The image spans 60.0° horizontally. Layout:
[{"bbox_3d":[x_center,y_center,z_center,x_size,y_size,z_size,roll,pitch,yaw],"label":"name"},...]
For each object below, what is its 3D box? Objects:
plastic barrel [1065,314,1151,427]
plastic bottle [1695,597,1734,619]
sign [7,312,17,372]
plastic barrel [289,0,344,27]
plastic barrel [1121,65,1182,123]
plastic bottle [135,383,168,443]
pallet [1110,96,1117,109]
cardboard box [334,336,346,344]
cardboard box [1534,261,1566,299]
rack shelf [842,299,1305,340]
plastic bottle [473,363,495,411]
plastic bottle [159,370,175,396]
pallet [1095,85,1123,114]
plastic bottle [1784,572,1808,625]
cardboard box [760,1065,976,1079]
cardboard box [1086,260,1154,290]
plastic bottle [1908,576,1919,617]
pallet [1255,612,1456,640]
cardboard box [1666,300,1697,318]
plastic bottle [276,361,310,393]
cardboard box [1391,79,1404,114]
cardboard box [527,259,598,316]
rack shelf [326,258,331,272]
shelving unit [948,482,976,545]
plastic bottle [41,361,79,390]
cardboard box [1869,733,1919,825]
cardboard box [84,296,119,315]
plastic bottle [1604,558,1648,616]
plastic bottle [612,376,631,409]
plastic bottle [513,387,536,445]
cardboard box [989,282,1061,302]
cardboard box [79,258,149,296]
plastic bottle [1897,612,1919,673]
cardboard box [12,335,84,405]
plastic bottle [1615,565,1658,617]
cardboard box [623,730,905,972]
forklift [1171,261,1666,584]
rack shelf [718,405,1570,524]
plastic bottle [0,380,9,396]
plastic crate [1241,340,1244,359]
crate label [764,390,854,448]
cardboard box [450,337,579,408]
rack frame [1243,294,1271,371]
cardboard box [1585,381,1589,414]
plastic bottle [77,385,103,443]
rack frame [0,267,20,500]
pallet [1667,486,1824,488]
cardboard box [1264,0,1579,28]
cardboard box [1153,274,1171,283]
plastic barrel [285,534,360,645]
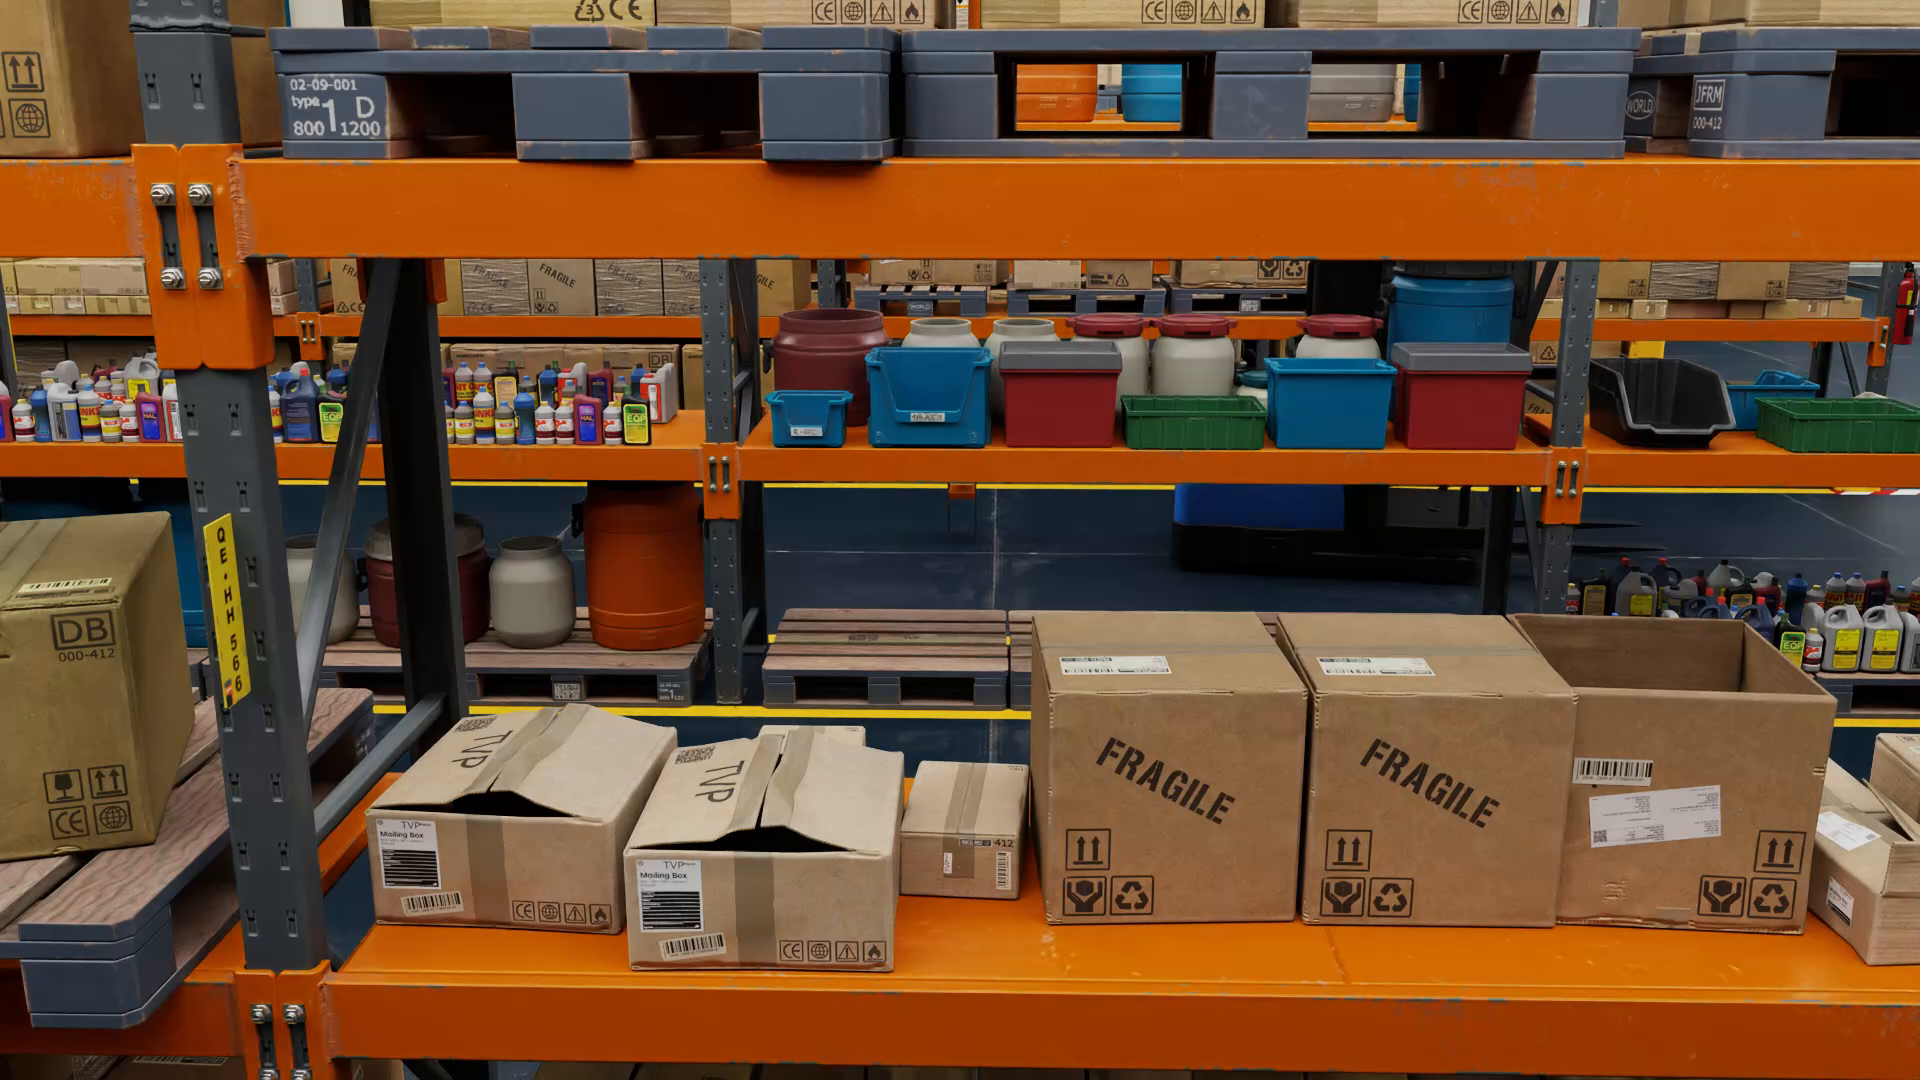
[{"bbox_3d":[0.750,-0.867,8.478,0.433,0.535,0.433,0,15,0],"label":"plastic barrel"},{"bbox_3d":[3.663,0.448,8.092,0.185,0.351,0.144,1,15,3],"label":"plastic bottle"},{"bbox_3d":[-5.114,-1.057,8.925,0.005,0.325,0.100,0,15,1],"label":"sign"},{"bbox_3d":[-2.908,-2.449,7.774,0.433,0.535,0.433,0,15,0],"label":"plastic barrel"},{"bbox_3d":[1.045,-2.380,7.620,0.708,0.901,0.600,0,15,1],"label":"plastic barrel"},{"bbox_3d":[-3.887,-0.610,8.000,0.133,0.283,0.061,0,15,1],"label":"plastic bottle"},{"bbox_3d":[1.595,-5.918,22.380,1.003,0.211,1.213,0,15,1],"label":"pallet"},{"bbox_3d":[-6.675,-2.239,18.127,0.250,0.149,0.380,1,15,4],"label":"cardboard box"},{"bbox_3d":[4.443,-2.178,12.936,0.500,0.500,0.875,0,15,1],"label":"cardboard box"},{"bbox_3d":[0.994,-1.659,13.160,4.000,0.370,1.077,0,15,1],"label":"rack shelf"},{"bbox_3d":[-2.498,-0.793,8.719,0.097,0.271,0.097,0,15,0],"label":"plastic bottle"},{"bbox_3d":[-4.022,-0.799,8.585,0.185,0.351,0.144,0,15,1],"label":"plastic bottle"},{"bbox_3d":[1.342,-3.391,12.801,1.003,0.211,1.213,0,15,1],"label":"pallet"},{"bbox_3d":[4.416,0.306,8.786,0.097,0.271,0.097,0,15,0],"label":"plastic bottle"},{"bbox_3d":[-0.212,1.304,3.986,0.500,0.311,0.500,0,15,1],"label":"cardboard box"},{"bbox_3d":[1.258,-2.235,12.905,0.637,0.503,0.797,2,15,7],"label":"cardboard box"},{"bbox_3d":[5.061,0.310,8.770,0.097,0.271,0.097,0,15,0],"label":"plastic bottle"},{"bbox_3d":[2.081,0.622,8.569,1.213,0.211,1.003,0,15,1],"label":"pallet"},{"bbox_3d":[5.452,-1.800,12.774,0.250,0.149,0.380,0,15,1],"label":"cardboard box"},{"bbox_3d":[-3.492,-0.795,8.717,0.135,0.276,0.152,0,15,1],"label":"plastic bottle"},{"bbox_3d":[3.437,-3.304,12.396,0.500,0.250,0.500,0,15,-1],"label":"cardboard box"},{"bbox_3d":[-3.031,-2.019,12.918,0.500,0.500,0.500,1,15,2],"label":"cardboard box"},{"bbox_3d":[-6.776,-2.976,18.149,4.000,0.370,1.077,0,15,1],"label":"rack shelf"},{"bbox_3d":[0.014,-0.580,11.187,0.189,1.200,0.258,0,15,1],"label":"shelving unit"},{"bbox_3d":[-4.728,-0.803,8.747,0.135,0.276,0.152,0,15,1],"label":"plastic bottle"},{"bbox_3d":[2.243,0.613,3.432,0.500,0.250,0.500,1,15,5],"label":"cardboard box"},{"bbox_3d":[-6.602,-1.852,12.970,0.250,0.149,0.380,0,15,1],"label":"cardboard box"},{"bbox_3d":[3.518,0.268,8.776,0.185,0.351,0.144,0,15,0],"label":"plastic bottle"},{"bbox_3d":[-1.769,-0.755,8.710,0.097,0.201,0.097,0,15,0],"label":"plastic bottle"},{"bbox_3d":[-2.087,-0.597,7.975,0.097,0.271,0.097,0,15,0],"label":"plastic bottle"},{"bbox_3d":[0.703,-2.368,18.022,0.750,0.750,1.050,1,15,2],"label":"cardboard box"},{"bbox_3d":[-6.480,-2.060,12.977,0.500,0.250,0.500,1,15,3],"label":"cardboard box"},{"bbox_3d":[4.629,0.490,8.081,0.135,0.276,0.152,0,15,0],"label":"plastic bottle"},{"bbox_3d":[-7.451,-1.258,13.571,0.875,0.875,0.875,0,15,1],"label":"cardboard box"},{"bbox_3d":[3.514,0.304,8.636,0.185,0.351,0.144,0,15,1],"label":"plastic bottle"},{"bbox_3d":[-0.373,0.604,3.344,0.500,0.311,0.500,0,15,1],"label":"cardboard box"},{"bbox_3d":[2.914,-1.290,10.484,3.031,2.935,1.130,2,15,8],"label":"forklift"},{"bbox_3d":[0.868,-0.396,8.372,4.000,0.370,1.077,0,15,1],"label":"rack shelf"},{"bbox_3d":[-4.746,-0.674,8.112,0.185,0.351,0.144,0,15,1],"label":"plastic bottle"},{"bbox_3d":[3.428,-2.260,19.424,0.662,0.188,0.450,9,27,30],"label":"plastic crate"},{"bbox_3d":[-0.720,-0.578,7.979,0.416,0.233,0.303,0,15,1],"label":"crate label"},{"bbox_3d":[-3.470,-1.217,13.416,0.875,0.875,1.225,0,15,-1],"label":"cardboard box"},{"bbox_3d":[3.221,-3.258,17.810,0.127,3.000,1.000,0,15,1],"label":"rack frame"},{"bbox_3d":[5.145,-0.975,13.232,0.500,0.500,0.500,2,15,7],"label":"cardboard box"},{"bbox_3d":[-4.196,-0.611,8.027,0.097,0.271,0.097,0,15,0],"label":"plastic bottle"},{"bbox_3d":[-5.130,-0.783,8.429,0.127,3.000,1.000,0,15,1],"label":"rack frame"},{"bbox_3d":[6.105,-0.635,13.332,1.213,0.211,1.003,0,15,1],"label":"pallet"},{"bbox_3d":[0.827,-1.077,3.133,0.500,0.250,0.500,-1,15,-3],"label":"cardboard box"},{"bbox_3d":[2.722,-3.457,22.890,0.625,0.372,0.950,1,15,2],"label":"cardboard box"},{"bbox_3d":[-3.317,0.256,8.545,0.421,0.512,0.421,0,15,0],"label":"plastic barrel"}]
